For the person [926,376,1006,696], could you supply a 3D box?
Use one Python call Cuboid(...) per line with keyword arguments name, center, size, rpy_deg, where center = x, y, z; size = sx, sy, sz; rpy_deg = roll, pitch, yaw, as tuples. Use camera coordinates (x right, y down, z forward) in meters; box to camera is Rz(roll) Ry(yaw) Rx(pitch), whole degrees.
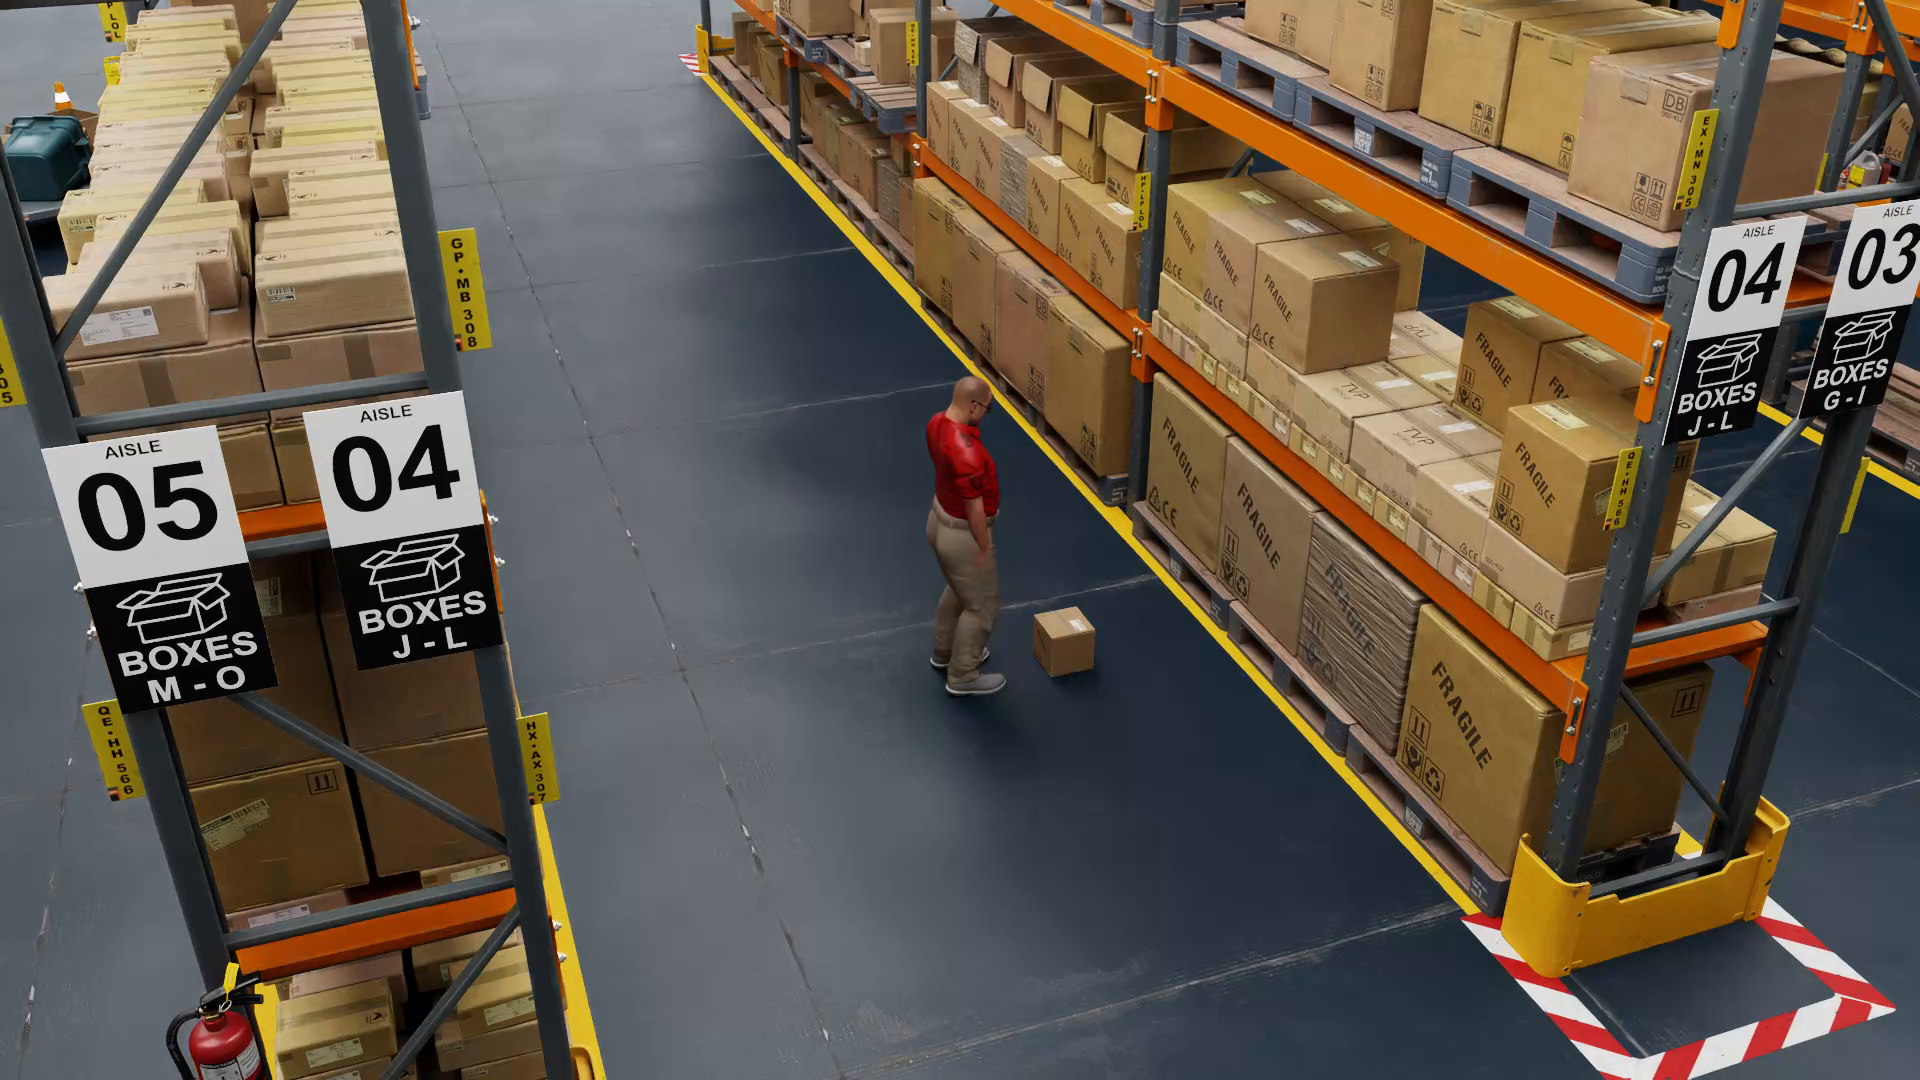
Cuboid(name="person", center=(0.018, -0.034, 8.450), size=(0.359, 1.714, 0.538), rpy_deg=(-10, 31, -17))
